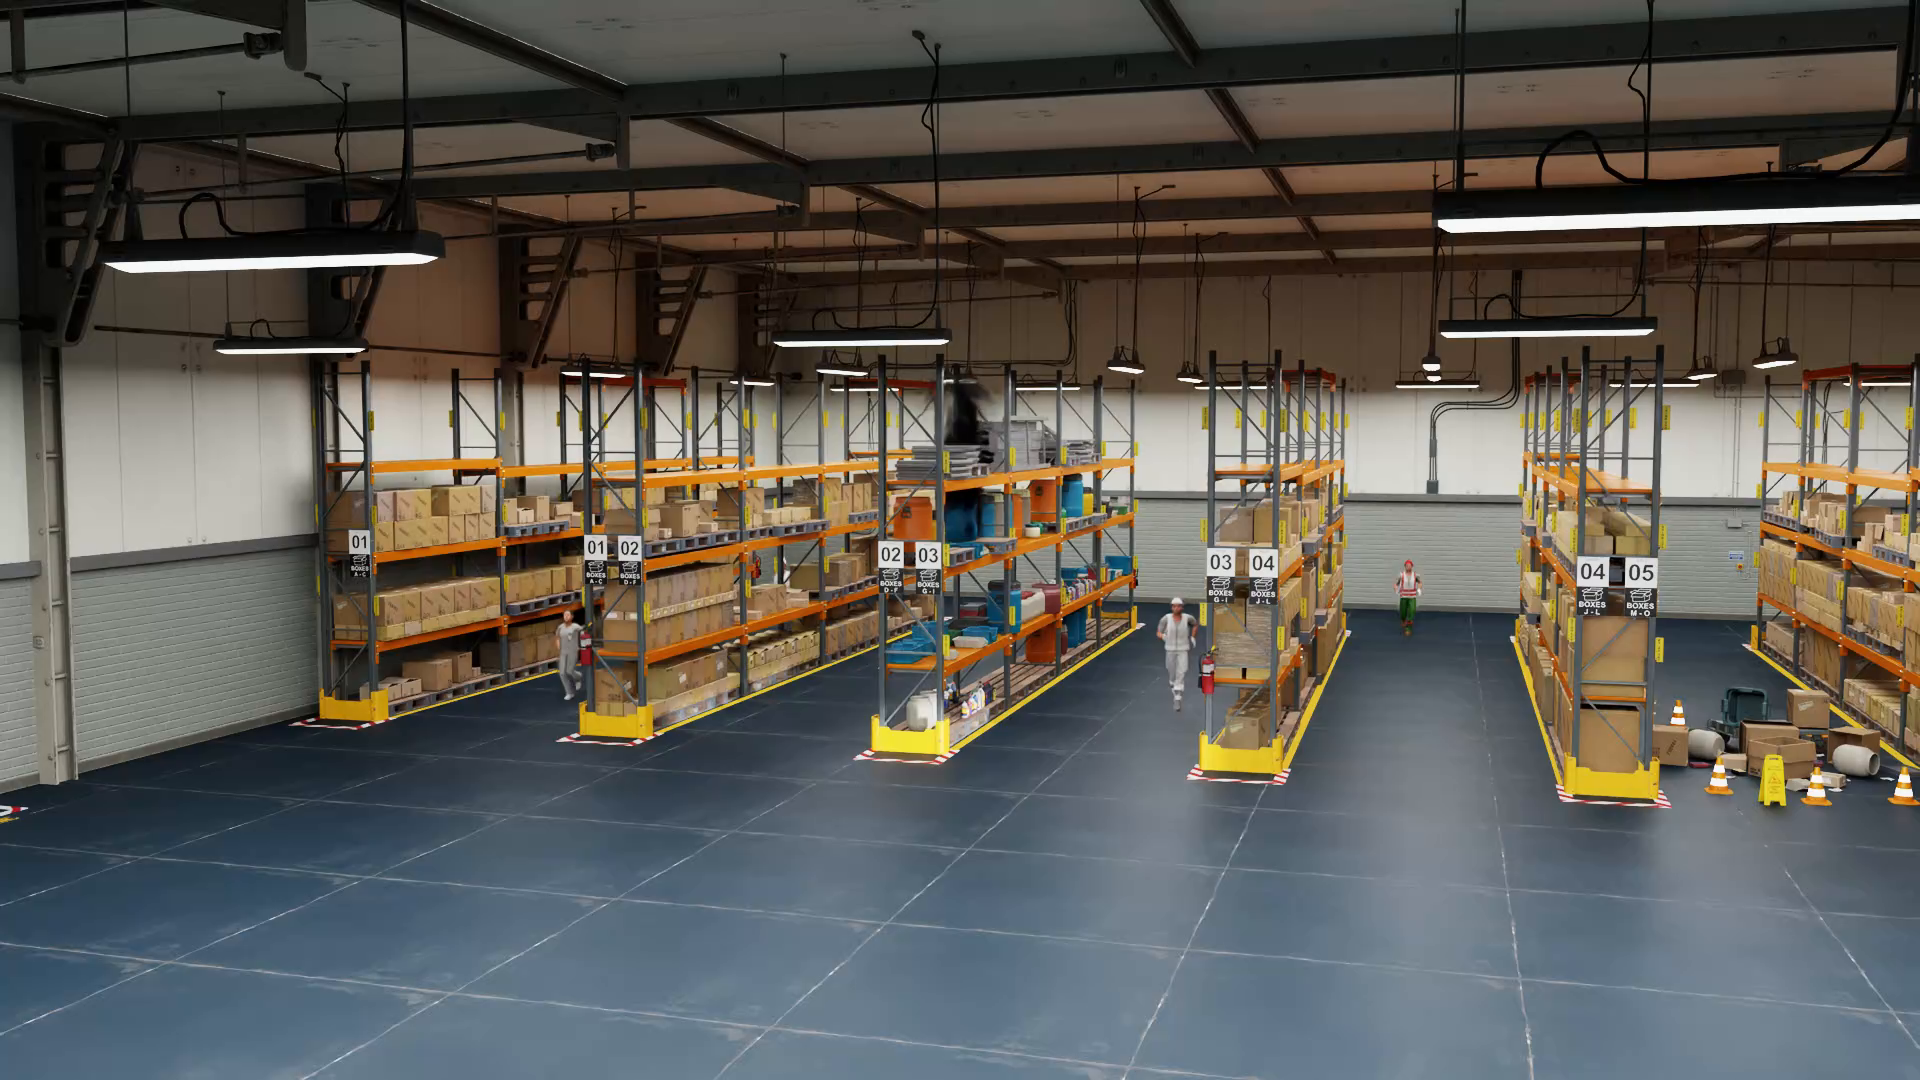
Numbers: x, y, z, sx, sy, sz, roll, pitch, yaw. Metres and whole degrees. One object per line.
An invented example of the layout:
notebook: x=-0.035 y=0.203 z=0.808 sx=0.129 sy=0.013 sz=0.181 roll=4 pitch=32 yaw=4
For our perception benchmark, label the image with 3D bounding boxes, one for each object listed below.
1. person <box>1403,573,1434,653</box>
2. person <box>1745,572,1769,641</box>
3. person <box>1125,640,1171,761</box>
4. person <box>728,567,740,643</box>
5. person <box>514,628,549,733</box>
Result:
person: x=9.897 y=1.569 z=35.903 sx=0.654 sy=1.737 sz=0.623 roll=1 pitch=4 yaw=11
person: x=18.188 y=1.531 z=37.638 sx=0.714 sy=1.617 sz=0.548 roll=2 pitch=5 yaw=27
person: x=2.764 y=2.377 z=24.655 sx=0.713 sy=1.765 sz=0.821 roll=1 pitch=4 yaw=16
person: x=-4.969 y=1.501 z=36.707 sx=0.567 sy=1.823 sz=0.736 roll=1 pitch=4 yaw=15
person: x=-6.933 y=2.274 z=26.921 sx=0.553 sy=1.721 sz=0.668 roll=-1 pitch=4 yaw=-13
